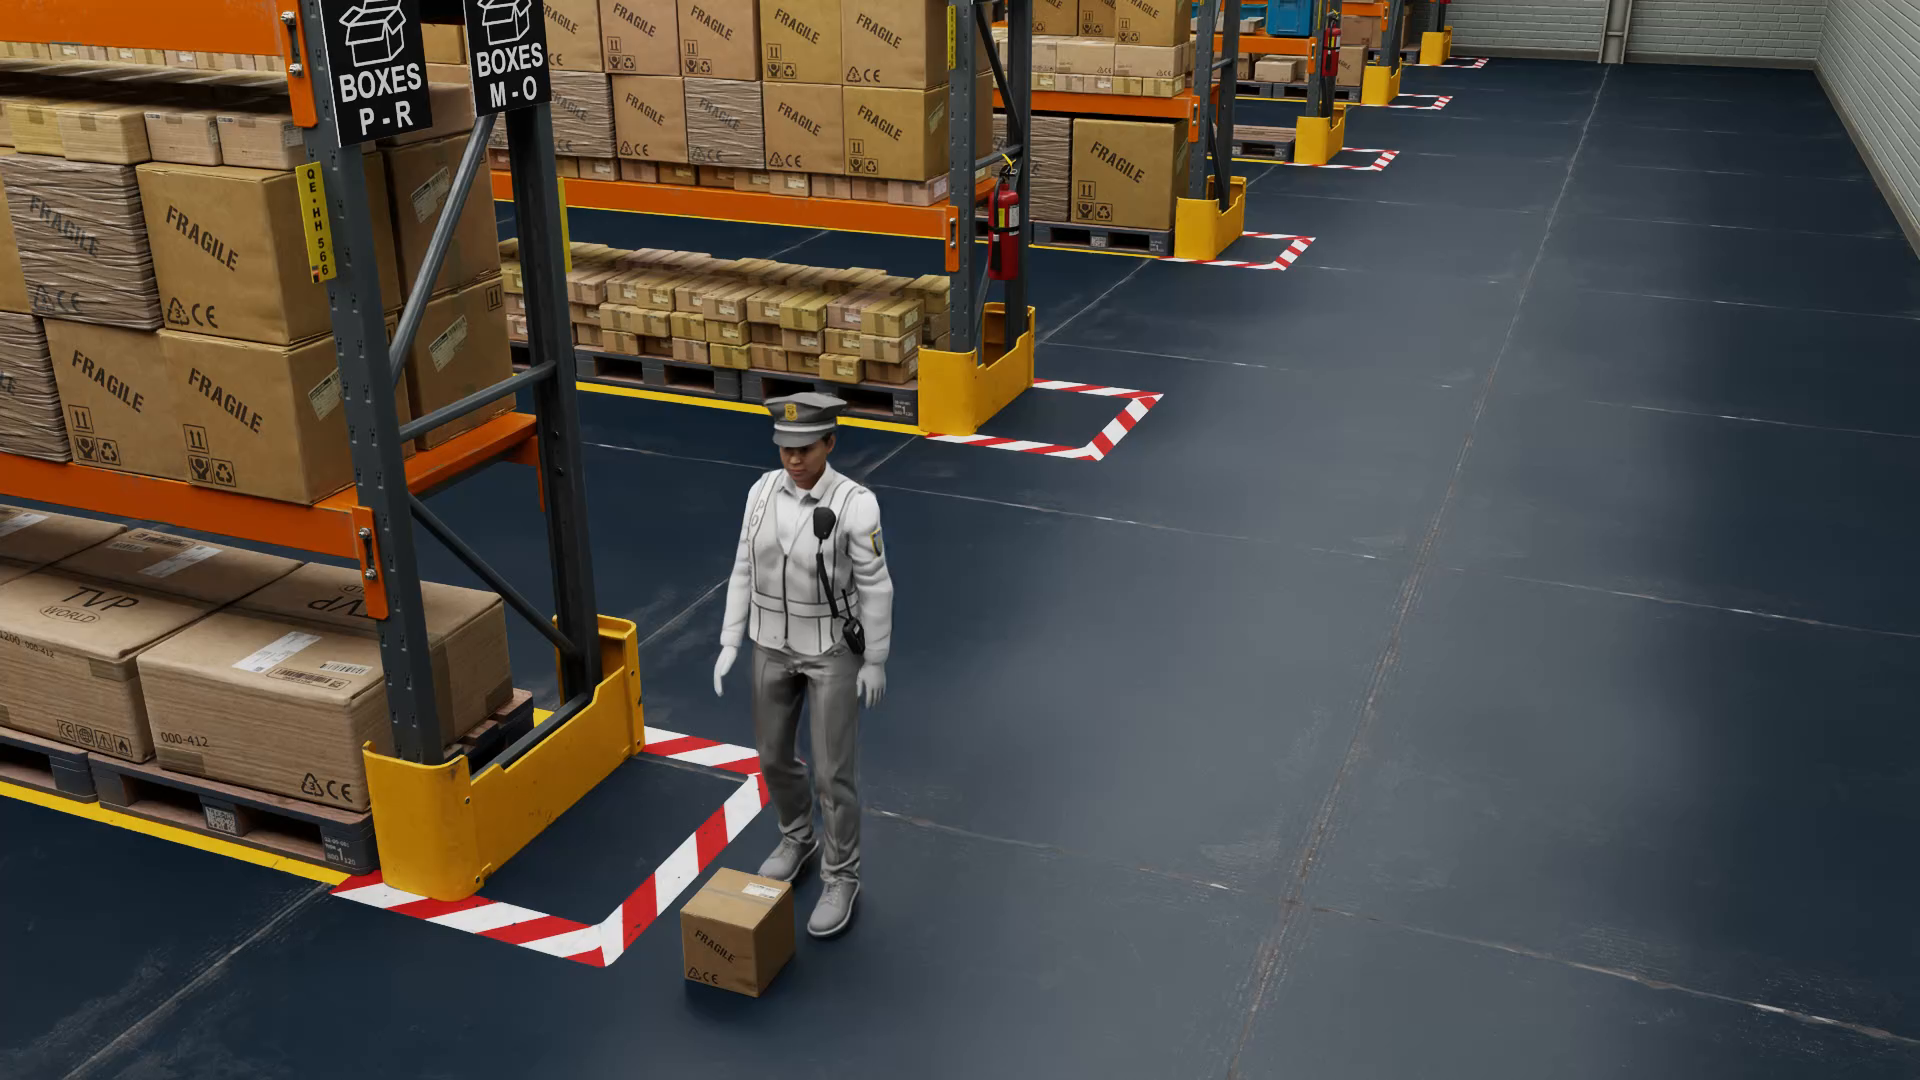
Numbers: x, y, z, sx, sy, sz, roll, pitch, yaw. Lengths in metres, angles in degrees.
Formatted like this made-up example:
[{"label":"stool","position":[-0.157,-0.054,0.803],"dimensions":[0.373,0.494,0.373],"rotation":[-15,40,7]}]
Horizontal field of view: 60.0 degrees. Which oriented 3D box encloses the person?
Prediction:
[{"label":"person","position":[-0.492,0.373,5.146],"dimensions":[0.519,1.691,0.459],"rotation":[9,24,21]}]
